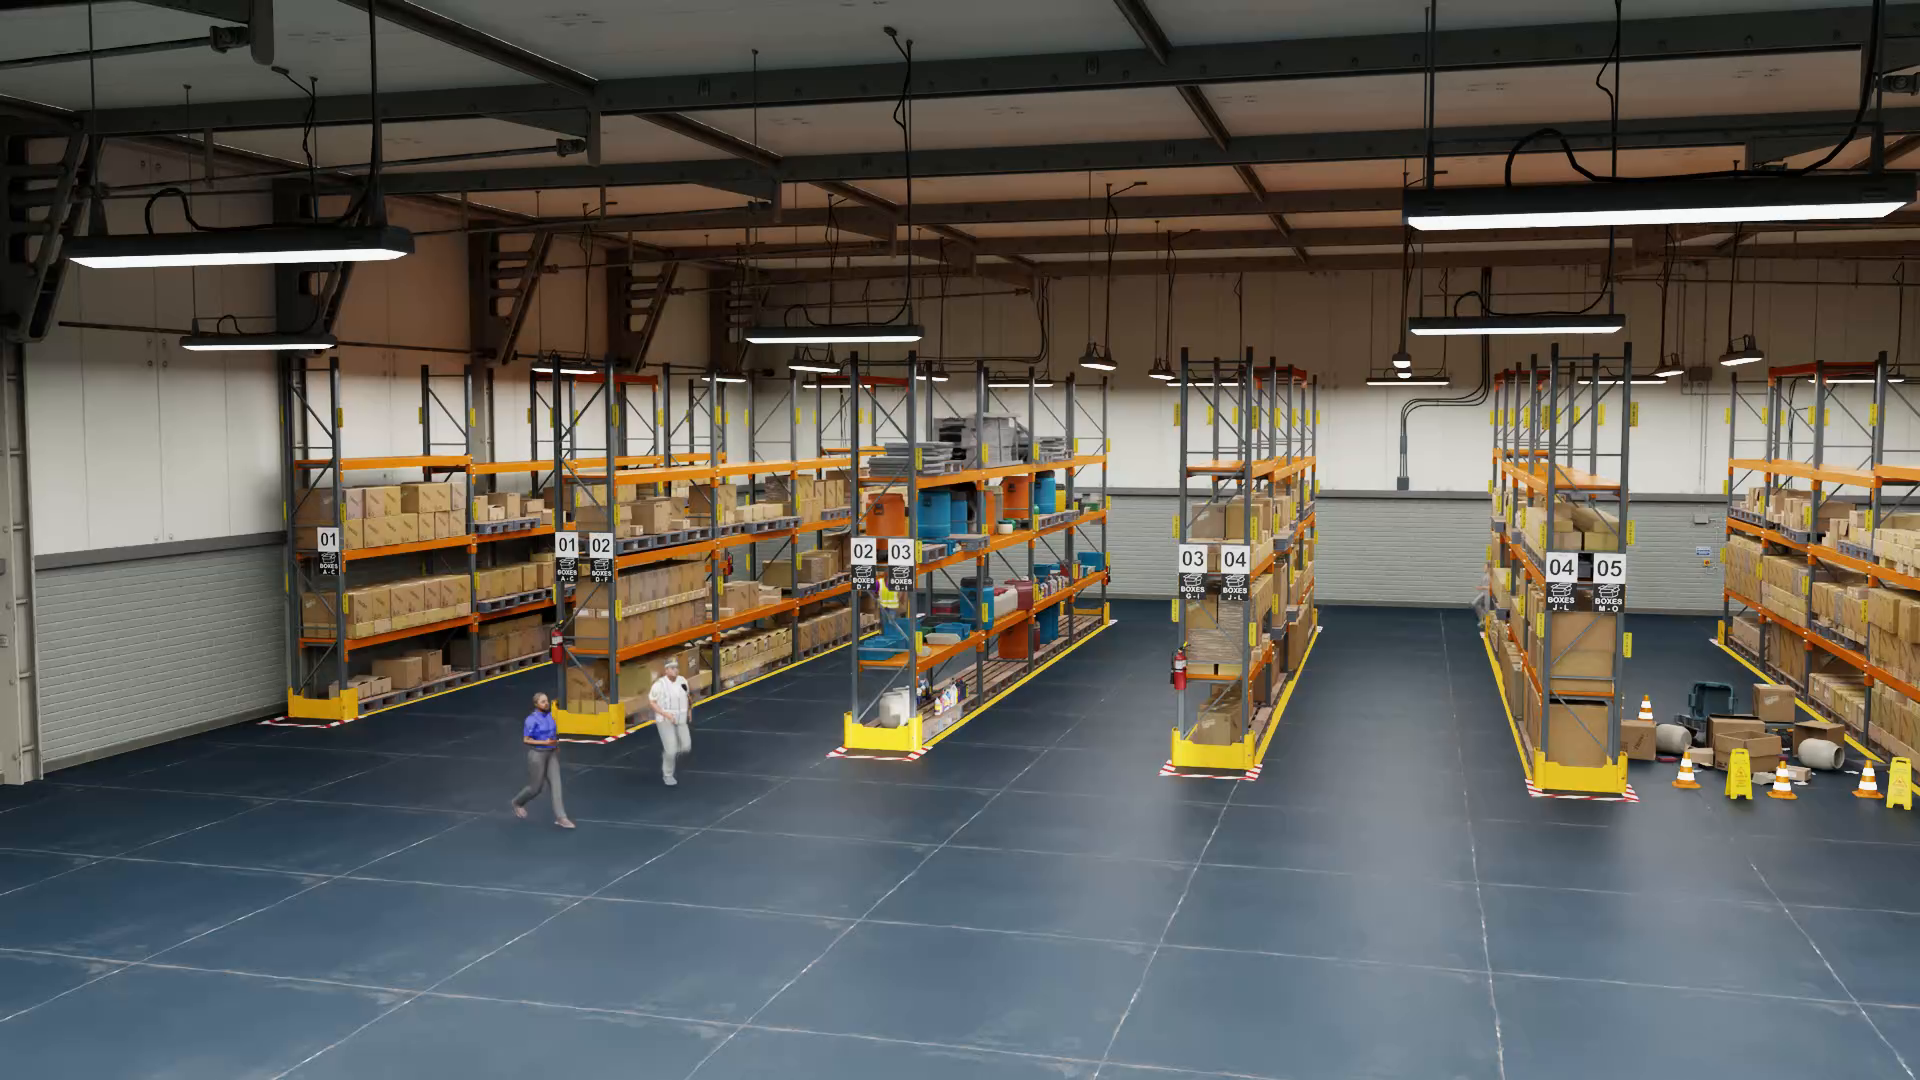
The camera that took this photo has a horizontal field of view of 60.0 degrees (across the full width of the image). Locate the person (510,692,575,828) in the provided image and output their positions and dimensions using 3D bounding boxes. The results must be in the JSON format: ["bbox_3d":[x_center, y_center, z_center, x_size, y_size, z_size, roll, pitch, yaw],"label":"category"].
[{"bbox_3d":[-5.076,2.668,20.236,0.957,1.619,0.583,3,5,31],"label":"person"}]

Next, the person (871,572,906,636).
[{"bbox_3d":[-1.437,1.397,33.120,0.703,1.808,0.932,0,4,2],"label":"person"}]

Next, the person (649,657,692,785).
[{"bbox_3d":[-3.943,2.464,22.816,0.698,1.742,0.620,-4,6,-43],"label":"person"}]

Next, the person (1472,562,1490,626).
[{"bbox_3d":[12.425,1.307,39.172,0.658,1.612,0.567,1,4,8],"label":"person"}]
